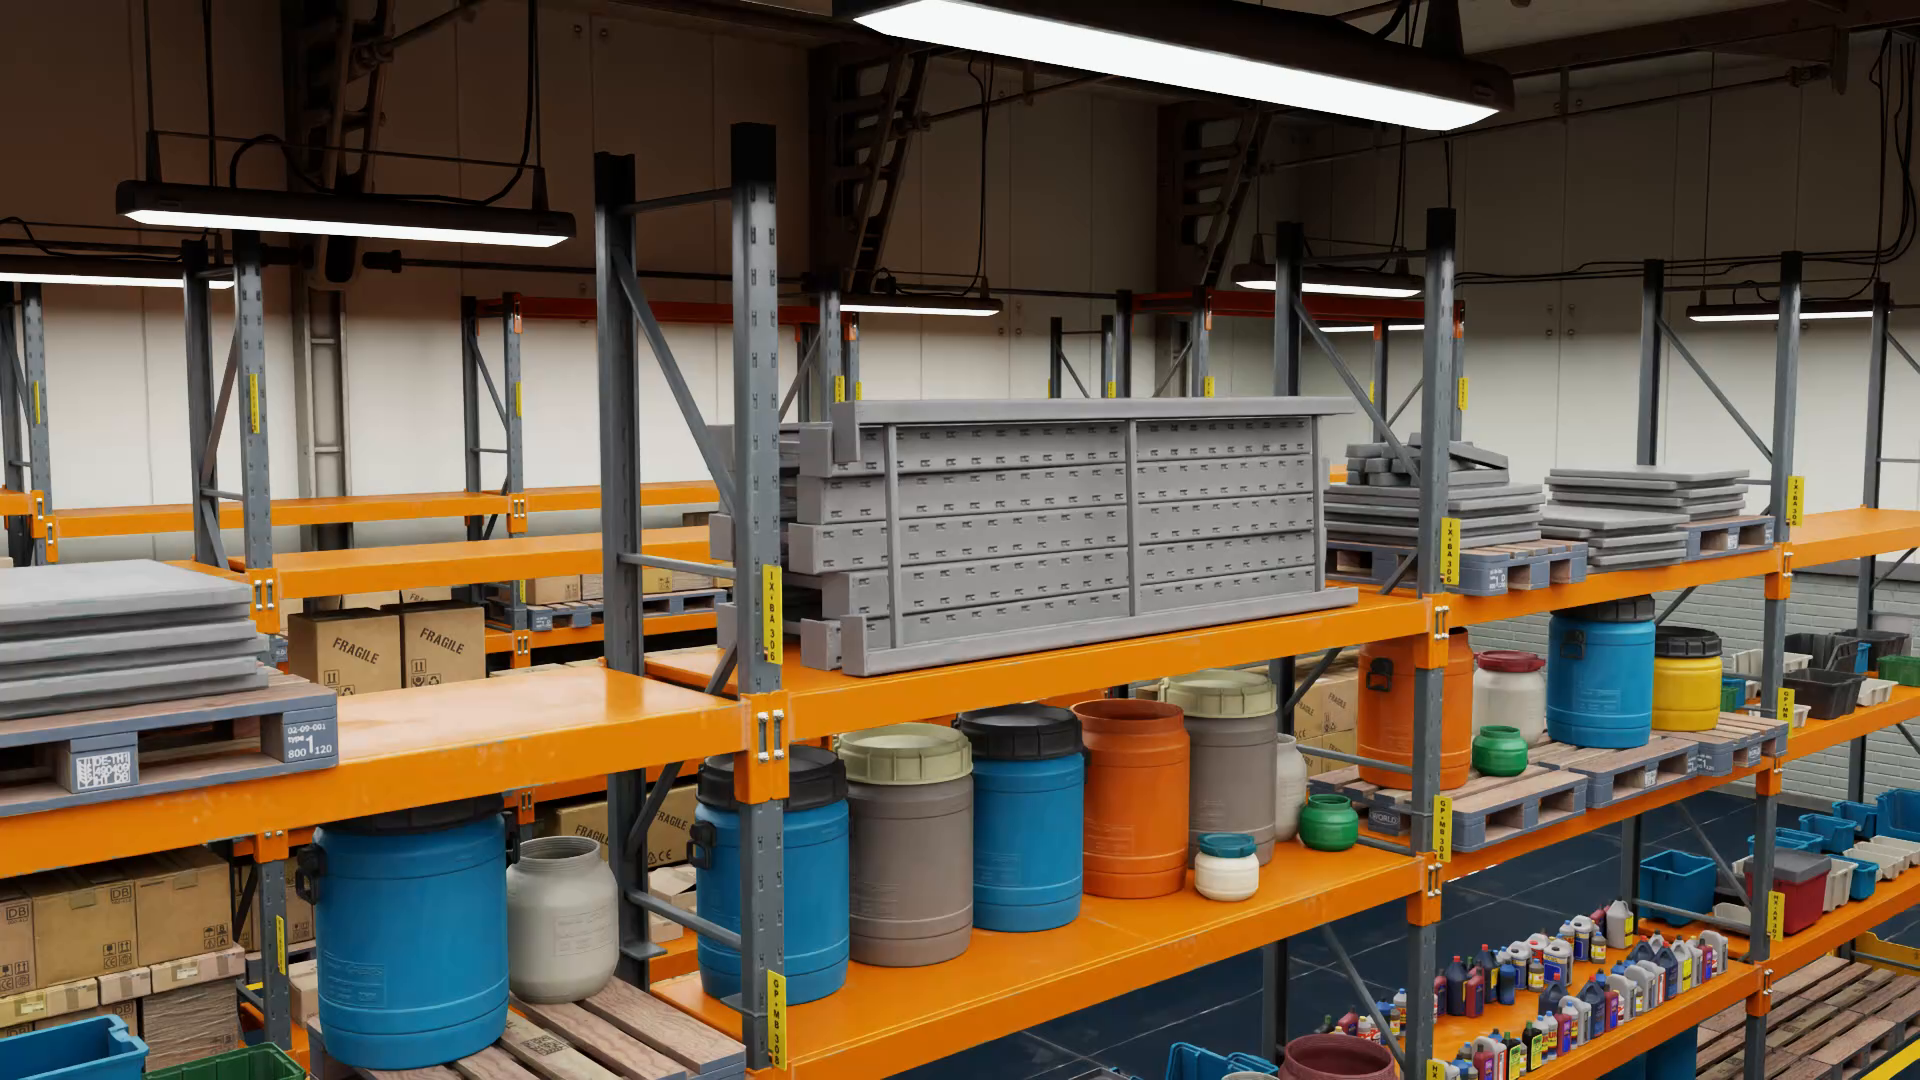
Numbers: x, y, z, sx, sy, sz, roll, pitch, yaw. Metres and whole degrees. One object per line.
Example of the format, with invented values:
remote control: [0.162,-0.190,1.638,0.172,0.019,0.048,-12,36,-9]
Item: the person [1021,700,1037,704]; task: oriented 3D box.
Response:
person: [0.812,2.553,18.577,0.624,1.825,0.419,4,7,35]
